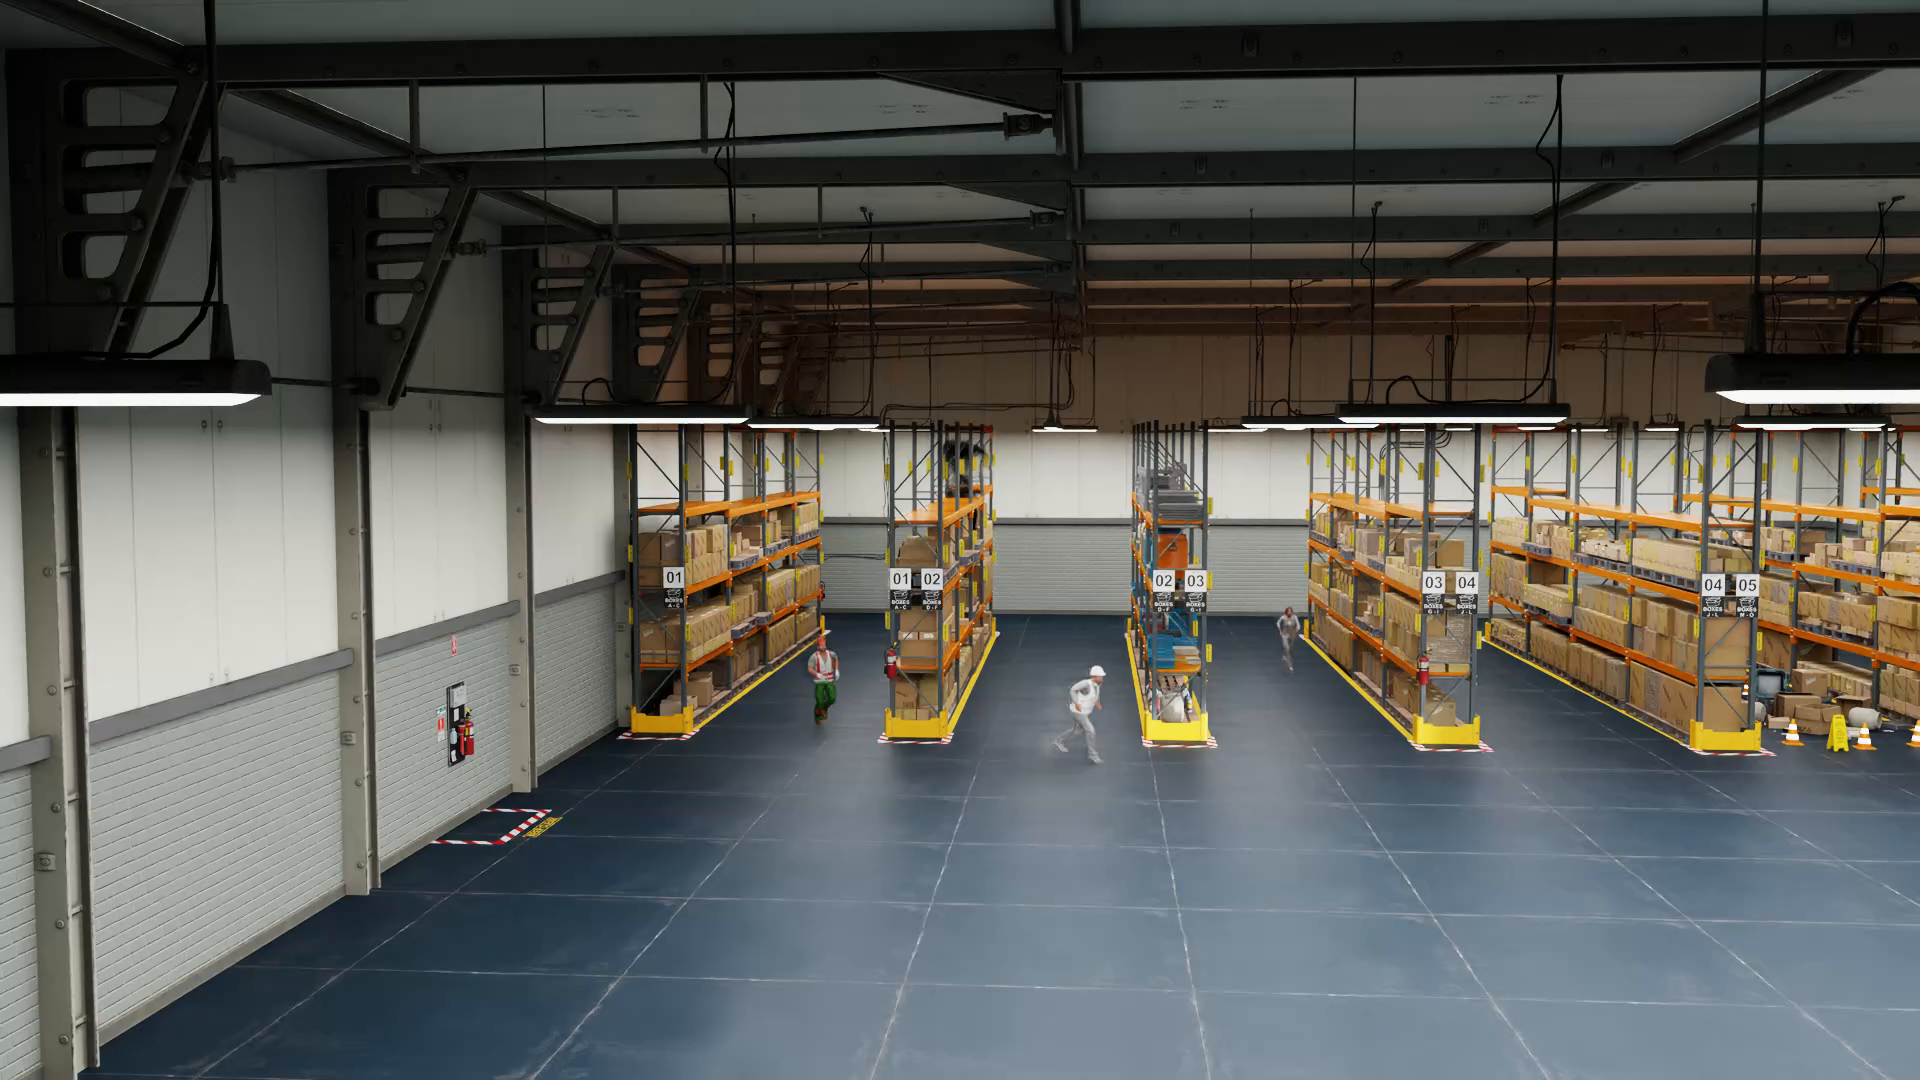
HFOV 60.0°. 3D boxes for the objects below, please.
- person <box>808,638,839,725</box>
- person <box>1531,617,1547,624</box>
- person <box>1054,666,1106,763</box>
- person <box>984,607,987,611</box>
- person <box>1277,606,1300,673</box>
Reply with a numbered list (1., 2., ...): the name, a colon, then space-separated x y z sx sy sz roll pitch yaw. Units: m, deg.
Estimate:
1. person: -2.650 2.783 32.630 0.686 1.737 0.717 -1 4 -21
2. person: 16.289 1.952 47.025 0.732 1.613 0.675 3 5 43
3. person: 2.090 3.047 29.213 1.048 1.731 0.696 3 4 36
4. person: 0.553 1.796 48.504 0.699 1.792 0.693 1 4 21
5. person: 7.982 2.385 40.448 0.537 1.584 0.989 0 4 0
